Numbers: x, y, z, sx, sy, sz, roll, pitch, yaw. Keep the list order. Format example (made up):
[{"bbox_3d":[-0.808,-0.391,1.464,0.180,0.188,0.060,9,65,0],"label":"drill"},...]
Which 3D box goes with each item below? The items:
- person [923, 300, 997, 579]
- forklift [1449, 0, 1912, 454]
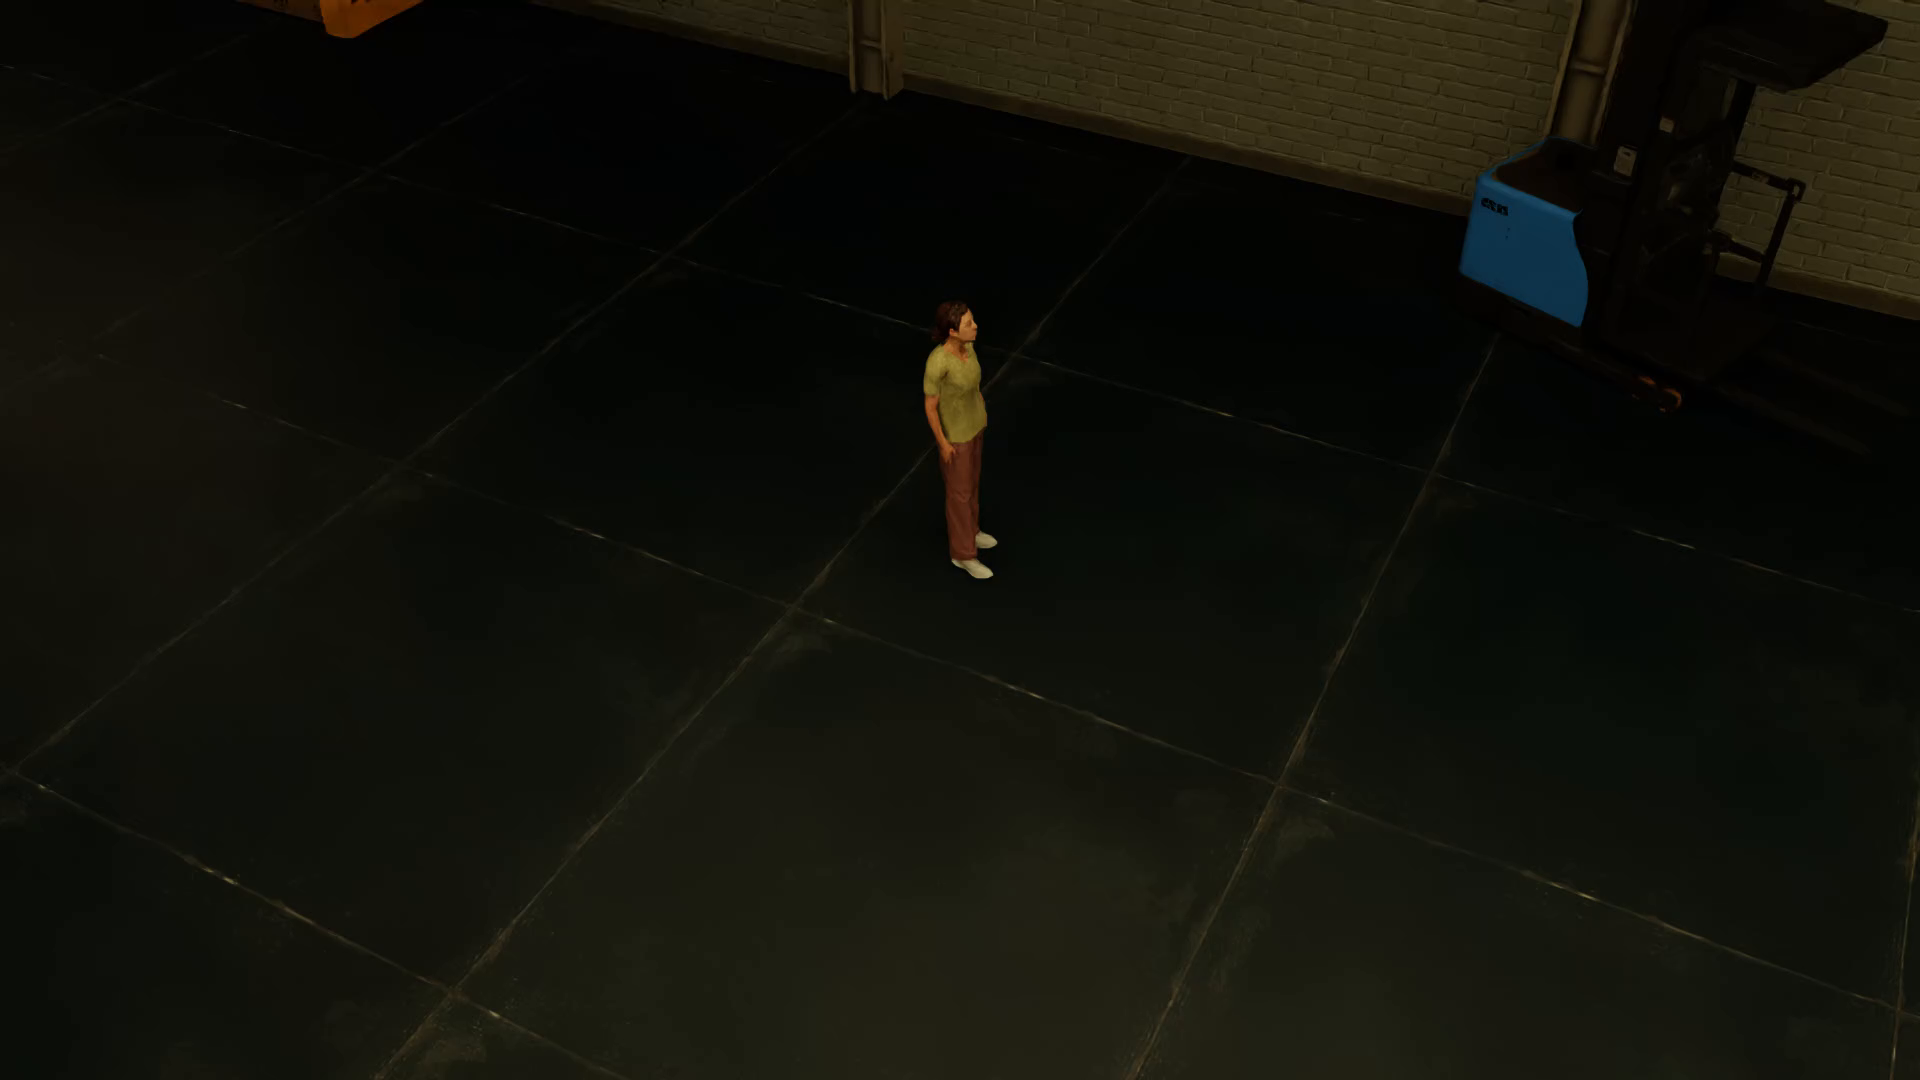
[{"bbox_3d":[0.068,-0.611,9.685,0.532,1.663,0.554,18,43,21],"label":"person"},{"bbox_3d":[4.978,-2.361,10.790,1.130,2.935,3.031,-31,49,-31],"label":"forklift"}]
